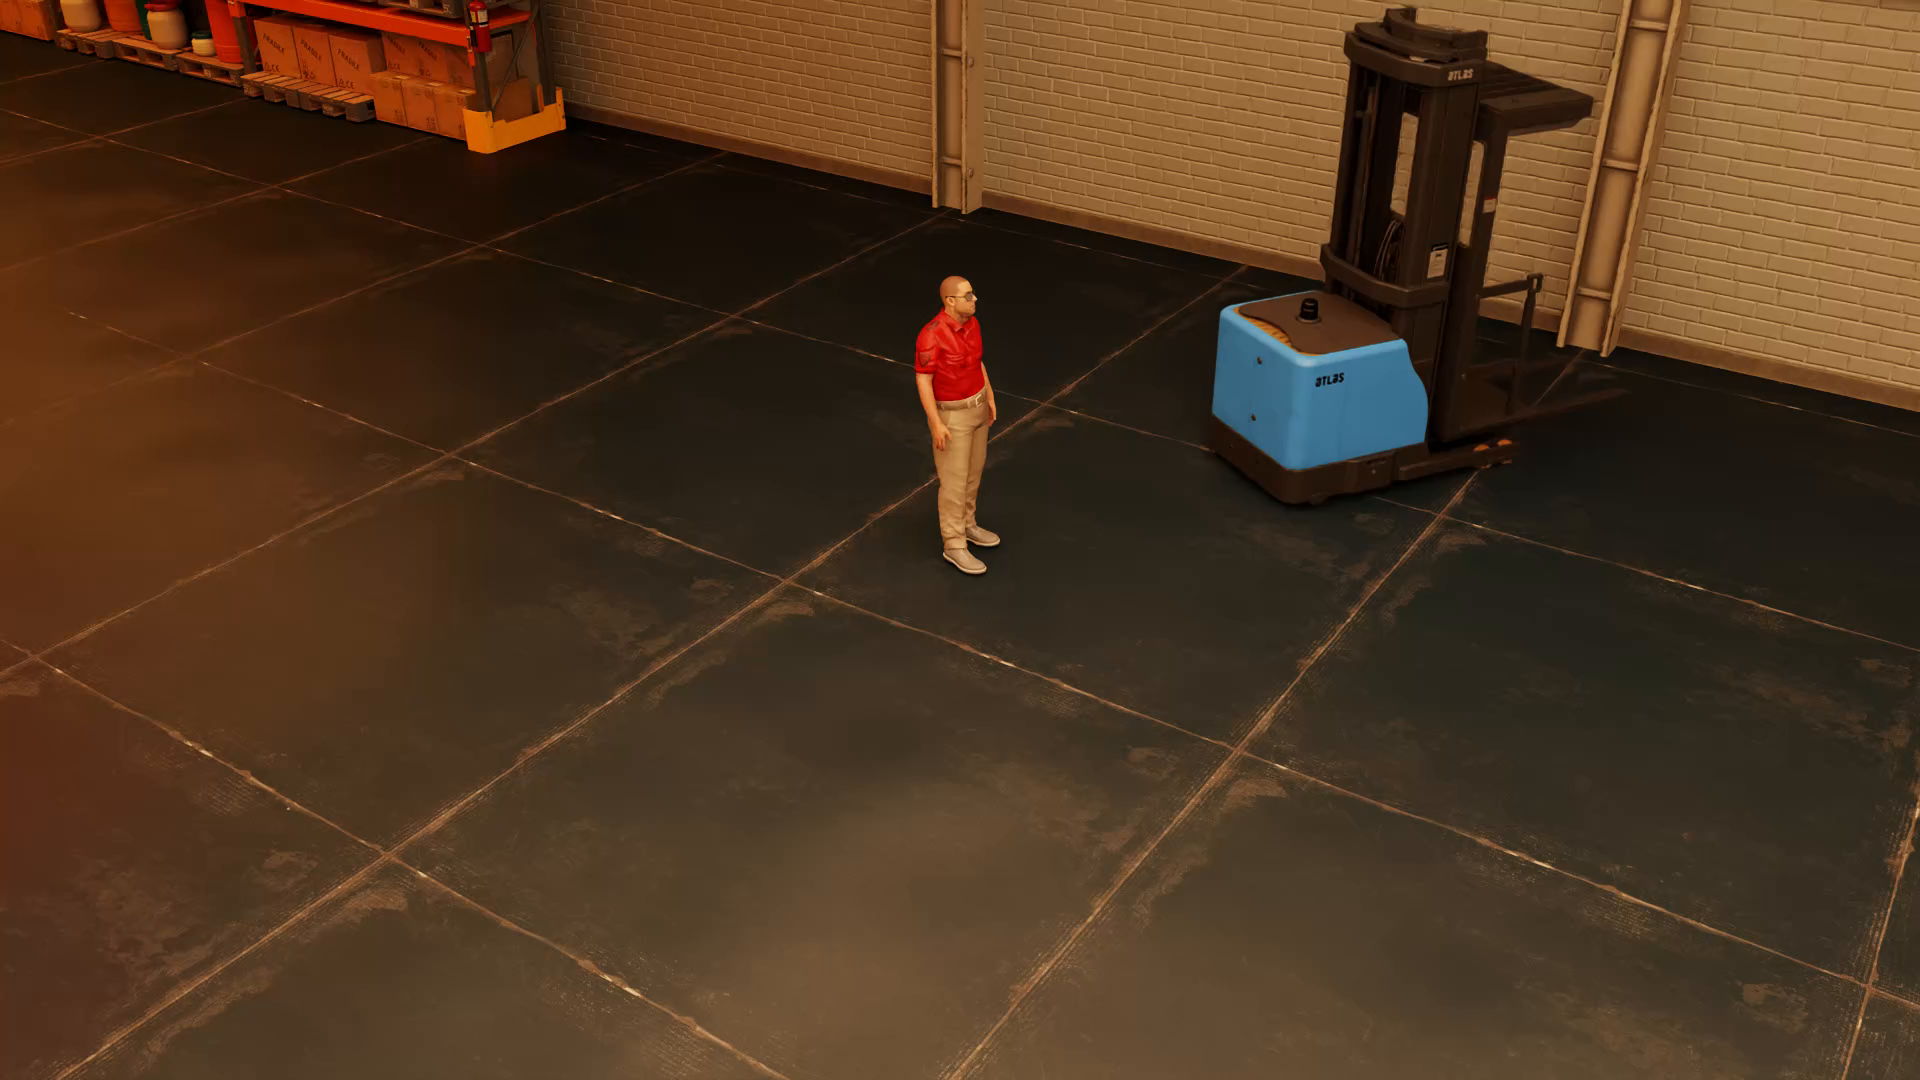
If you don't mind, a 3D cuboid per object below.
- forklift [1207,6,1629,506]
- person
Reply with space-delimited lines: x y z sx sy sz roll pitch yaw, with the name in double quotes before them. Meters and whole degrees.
"forklift" 3.271 -1.975 10.983 3.031 2.935 1.130 -13 33 -21
"person" 0.067 -0.723 10.010 0.551 1.727 0.640 19 35 29
